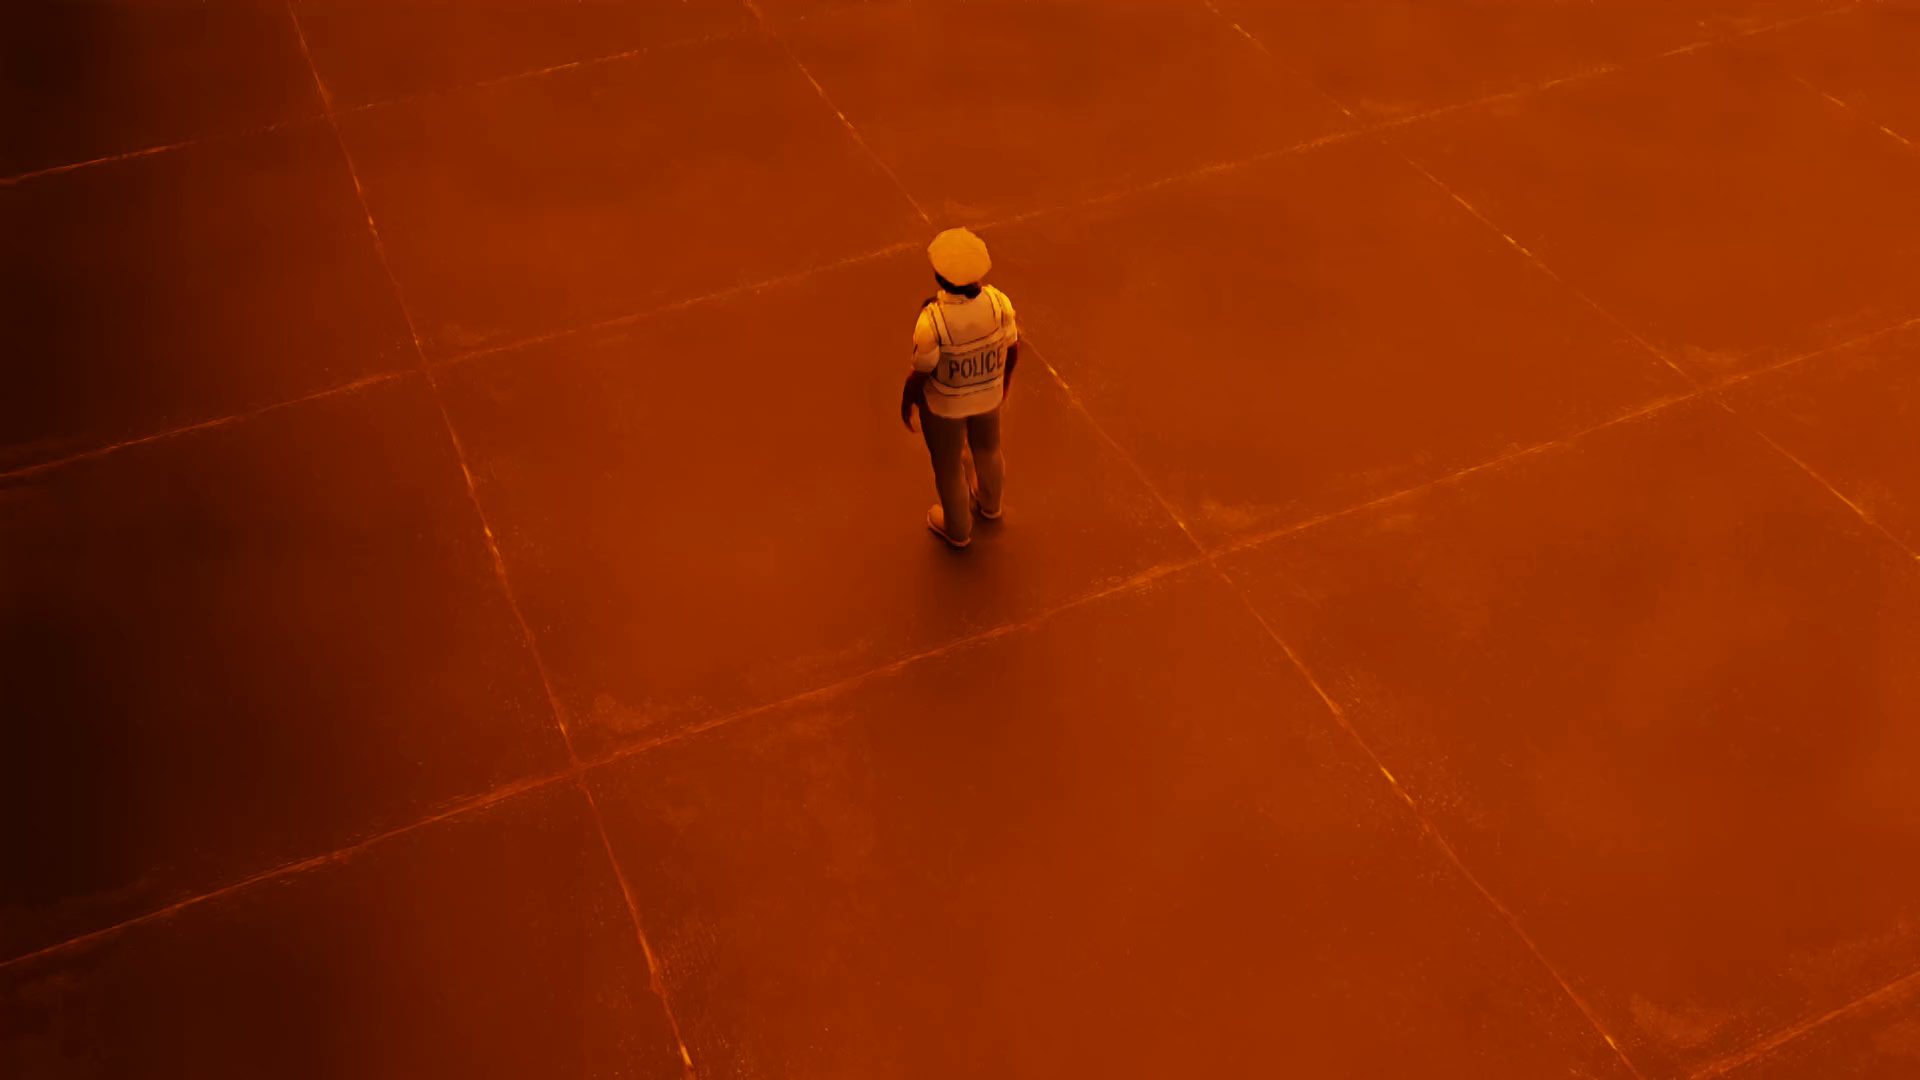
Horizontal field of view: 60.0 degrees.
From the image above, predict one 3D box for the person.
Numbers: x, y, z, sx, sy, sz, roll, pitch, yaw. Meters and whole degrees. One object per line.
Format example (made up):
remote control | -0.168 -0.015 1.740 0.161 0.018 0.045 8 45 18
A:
person | -0.014 -0.677 7.301 0.570 1.695 0.529 -18 46 -18
